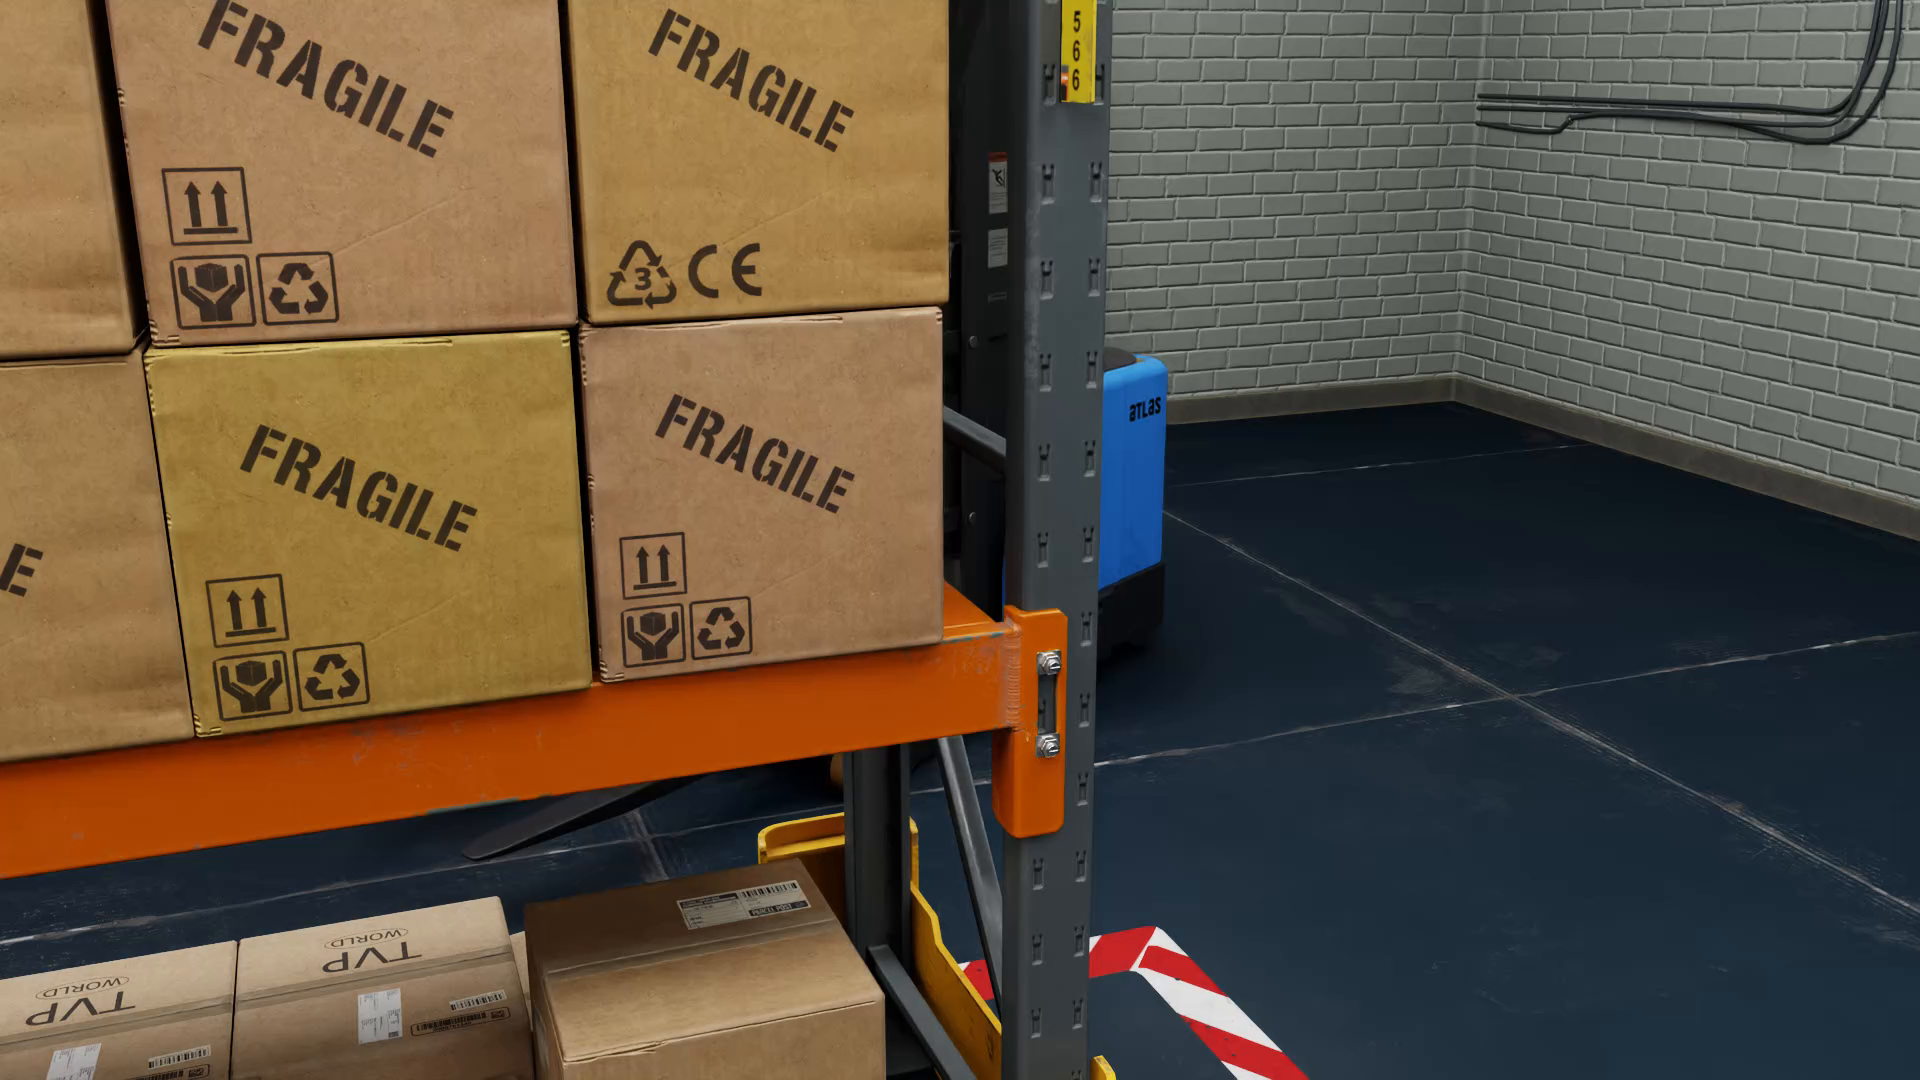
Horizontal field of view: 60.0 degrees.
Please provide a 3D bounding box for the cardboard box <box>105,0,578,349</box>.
[{"bbox_3d":[-0.808,-0.556,2.214,0.500,0.500,0.500,-6,17,-19],"label":"cardboard box"}]

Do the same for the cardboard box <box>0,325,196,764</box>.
[{"bbox_3d":[-1.291,-0.025,2.183,0.500,0.500,0.500,-6,17,-20],"label":"cardboard box"}]

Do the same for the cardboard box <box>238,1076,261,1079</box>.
[{"bbox_3d":[-1.337,1.120,2.561,0.500,0.250,0.500,-6,17,-20],"label":"cardboard box"}]

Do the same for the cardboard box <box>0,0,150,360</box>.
[{"bbox_3d":[-1.291,-0.502,2.032,0.500,0.500,0.500,-6,17,-19],"label":"cardboard box"}]

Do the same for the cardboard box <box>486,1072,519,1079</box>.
[{"bbox_3d":[-0.849,1.089,2.814,0.250,0.166,0.380,-6,17,-20],"label":"cardboard box"}]

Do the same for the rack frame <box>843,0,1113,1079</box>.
[{"bbox_3d":[-0.019,-0.196,2.943,0.127,3.000,1.000,-6,17,-20],"label":"rack frame"}]

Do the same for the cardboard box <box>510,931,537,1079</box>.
[{"bbox_3d":[-0.767,0.929,3.358,0.250,0.166,0.380,-6,17,-20],"label":"cardboard box"}]

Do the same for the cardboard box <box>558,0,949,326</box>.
[{"bbox_3d":[-0.337,-0.607,2.388,0.500,0.500,0.500,-6,18,-21],"label":"cardboard box"}]

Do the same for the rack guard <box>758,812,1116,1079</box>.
[{"bbox_3d":[-0.090,1.011,3.269,0.348,0.500,1.175,-6,17,-20],"label":"rack guard"}]

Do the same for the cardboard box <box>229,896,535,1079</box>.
[{"bbox_3d":[-1.096,0.943,3.164,0.500,0.250,0.500,-6,17,-20],"label":"cardboard box"}]

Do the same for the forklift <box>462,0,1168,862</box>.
[{"bbox_3d":[-0.531,-0.795,5.105,1.130,2.935,3.031,12,20,36],"label":"forklift"}]

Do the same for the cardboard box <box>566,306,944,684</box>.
[{"bbox_3d":[-0.340,-0.127,2.531,0.500,0.500,0.500,-6,17,-18],"label":"cardboard box"}]

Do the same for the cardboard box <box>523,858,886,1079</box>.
[{"bbox_3d":[-0.439,0.912,2.825,0.500,0.500,0.500,-6,17,-20],"label":"cardboard box"}]

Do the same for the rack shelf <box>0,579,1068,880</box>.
[{"bbox_3d":[-1.887,0.351,2.357,4.000,0.370,1.077,-6,17,-20],"label":"rack shelf"}]

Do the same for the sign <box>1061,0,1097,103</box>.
[{"bbox_3d":[0.160,-0.755,2.231,0.005,0.325,0.100,-6,17,-20],"label":"sign"}]

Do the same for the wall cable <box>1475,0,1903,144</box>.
[{"bbox_3d":[3.614,-3.364,8.593,0.112,2.526,3.097,-6,17,-20],"label":"wall cable"}]

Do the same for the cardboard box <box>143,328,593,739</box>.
[{"bbox_3d":[-0.823,-0.074,2.350,0.500,0.500,0.500,-6,17,-20],"label":"cardboard box"}]

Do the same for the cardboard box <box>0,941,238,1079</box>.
[{"bbox_3d":[-1.562,0.993,2.992,0.500,0.250,0.500,-6,17,-20],"label":"cardboard box"}]
